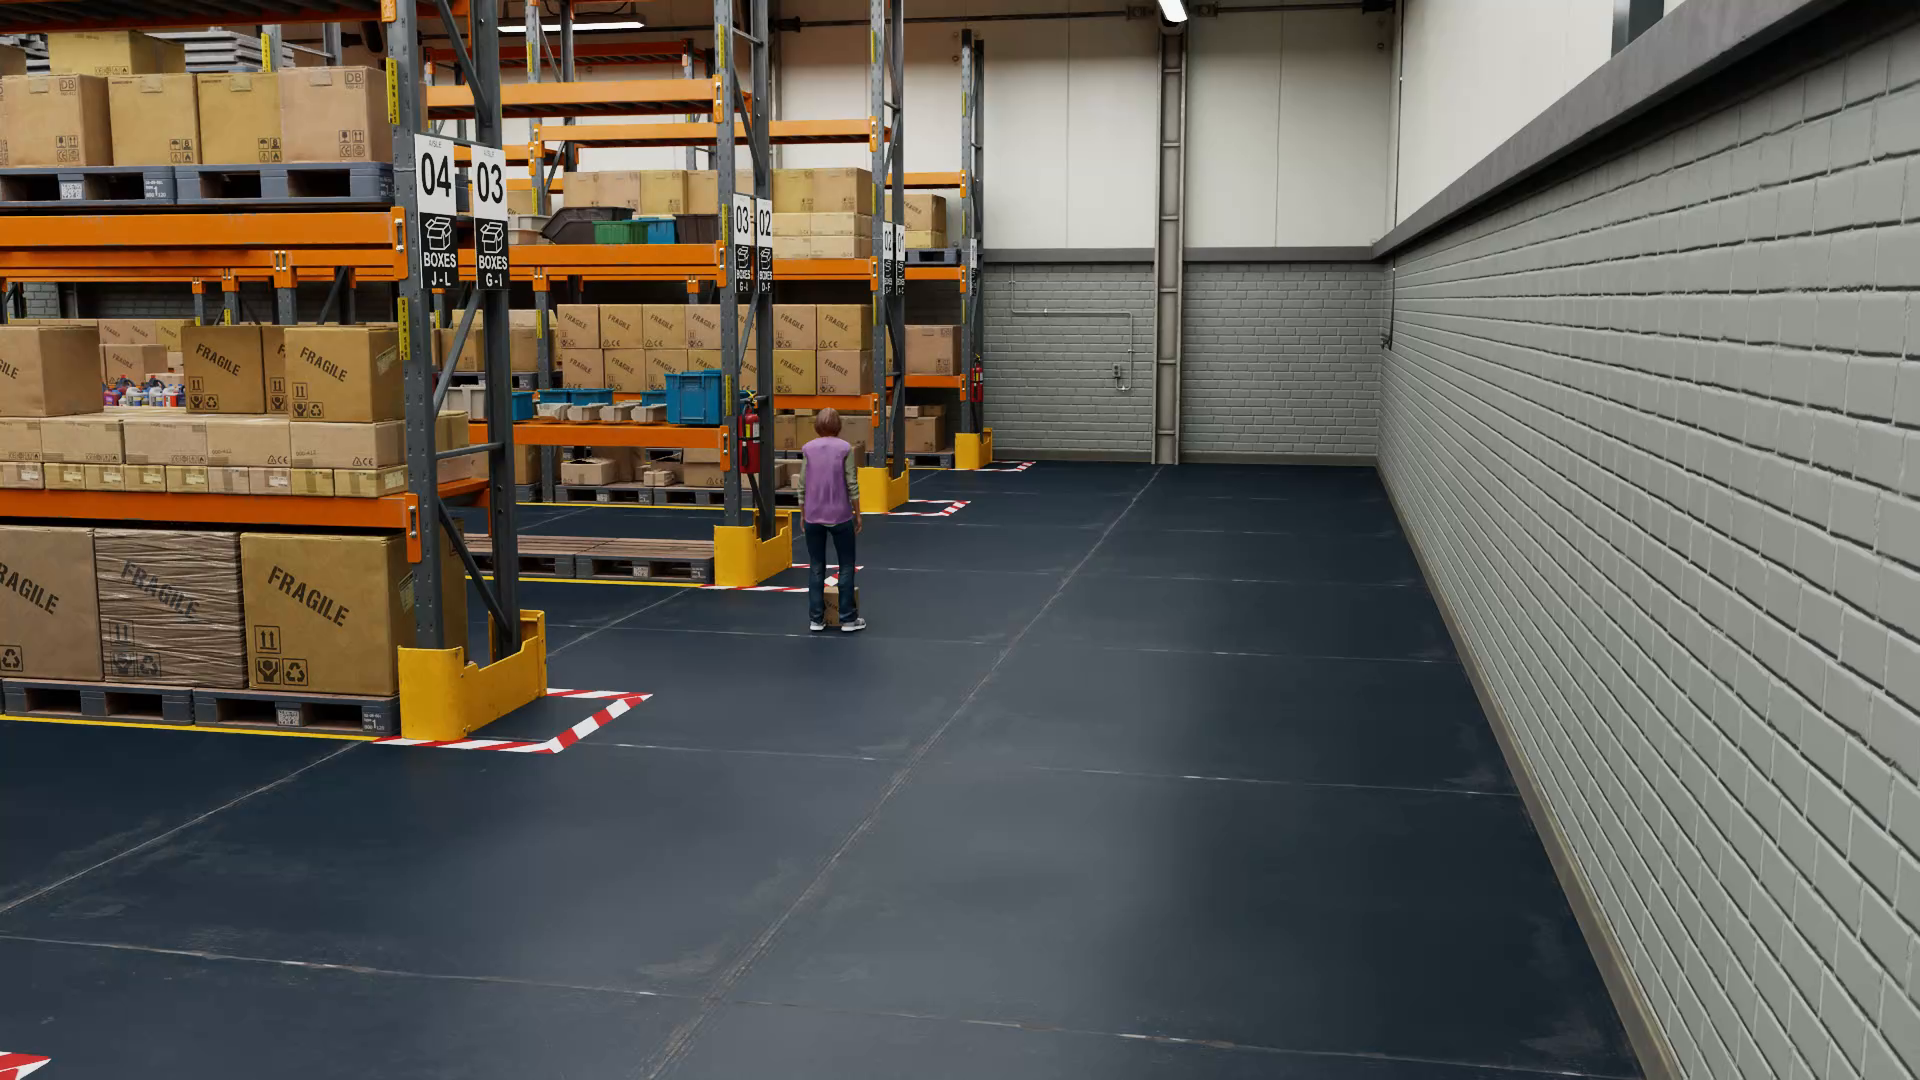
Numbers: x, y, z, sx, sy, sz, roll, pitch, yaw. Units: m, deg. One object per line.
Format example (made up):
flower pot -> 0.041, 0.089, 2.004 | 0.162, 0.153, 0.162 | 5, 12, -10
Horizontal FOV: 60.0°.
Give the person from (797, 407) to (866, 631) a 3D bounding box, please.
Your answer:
person -> -0.929, -0.143, 11.856 | 0.461, 1.593, 0.343 | 2, 8, 12
